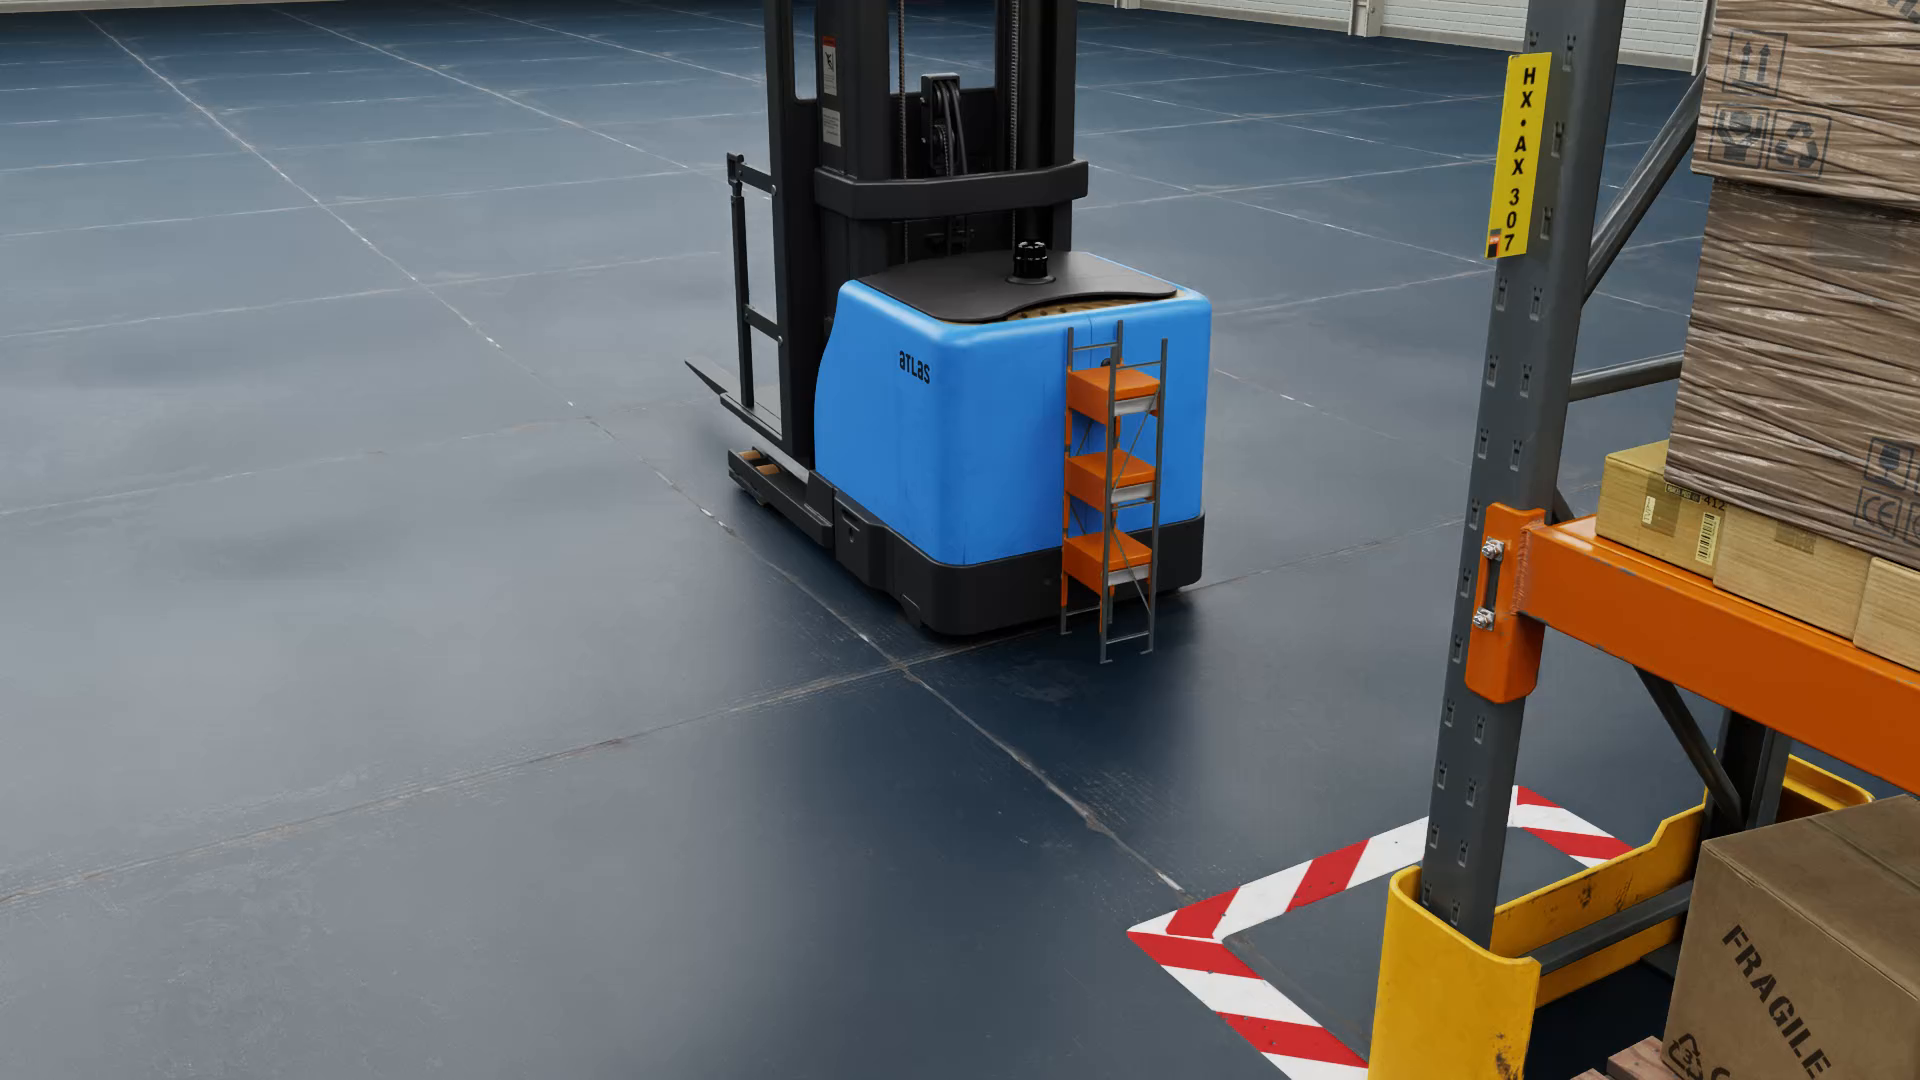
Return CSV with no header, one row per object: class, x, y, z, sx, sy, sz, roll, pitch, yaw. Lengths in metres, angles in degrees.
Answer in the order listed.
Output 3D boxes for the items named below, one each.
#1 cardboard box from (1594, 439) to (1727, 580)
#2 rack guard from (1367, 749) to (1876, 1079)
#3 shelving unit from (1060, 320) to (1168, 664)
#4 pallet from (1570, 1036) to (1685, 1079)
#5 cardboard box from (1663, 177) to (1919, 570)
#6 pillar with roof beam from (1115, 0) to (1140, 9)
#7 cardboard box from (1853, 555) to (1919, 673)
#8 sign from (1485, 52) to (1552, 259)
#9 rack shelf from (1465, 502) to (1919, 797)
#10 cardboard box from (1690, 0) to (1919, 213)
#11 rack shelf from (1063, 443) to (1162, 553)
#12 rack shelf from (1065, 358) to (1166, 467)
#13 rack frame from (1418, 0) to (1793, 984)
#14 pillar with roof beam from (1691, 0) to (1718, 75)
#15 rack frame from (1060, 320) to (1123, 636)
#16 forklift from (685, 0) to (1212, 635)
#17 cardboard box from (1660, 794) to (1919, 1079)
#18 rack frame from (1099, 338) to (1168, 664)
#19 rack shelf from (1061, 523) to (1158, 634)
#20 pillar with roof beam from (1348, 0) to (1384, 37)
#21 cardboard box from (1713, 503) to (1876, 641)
cardboard box,1.321,-0.075,2.845,0.380,0.149,0.250,-13,25,-28
rack guard,1.419,0.853,3.548,1.175,0.500,0.348,-13,25,-28
shelving unit,0.480,-0.146,5.277,0.215,1.050,0.252,-11,25,-26
pallet,1.804,1.257,2.938,1.003,0.211,1.213,-13,25,-28
cardboard box,1.638,-0.330,2.612,0.875,0.500,0.500,-13,25,-28
pillar with roof beam,-0.704,-12.847,25.969,9.100,9.000,0.400,-13,25,-28
cardboard box,1.547,0.094,2.431,0.380,0.149,0.250,-13,25,-28
sign,0.914,-0.626,2.718,0.100,0.325,0.005,-13,25,-28
rack shelf,2.402,0.652,1.680,1.077,0.370,4.000,-13,25,-28
cardboard box,1.427,-0.746,2.307,0.500,0.500,0.500,-13,25,-28
rack shelf,0.480,-0.137,5.281,0.215,0.259,0.240,-11,25,-26
rack shelf,0.480,-0.400,5.175,0.215,0.259,0.240,-11,25,-26
rack frame,1.380,-0.329,3.138,1.000,3.000,0.127,-13,25,-28
pillar with roof beam,5.426,-8.963,16.412,9.100,9.000,0.400,-13,25,-28
rack frame,0.423,-0.187,5.377,0.200,1.050,0.008,-11,25,-26
forklift,-0.291,-1.565,6.269,1.130,2.935,3.031,-11,25,-26
cardboard box,1.685,0.840,3.024,0.500,0.500,0.500,-8,23,-18
rack frame,0.538,-0.106,5.178,0.200,1.050,0.008,-11,25,-26
rack shelf,0.480,0.121,5.386,0.215,0.259,0.240,-11,25,-26
pillar with roof beam,2.361,-10.905,21.190,9.100,9.000,0.400,-13,25,-28
cardboard box,1.432,0.010,2.637,0.380,0.149,0.250,-13,25,-28
